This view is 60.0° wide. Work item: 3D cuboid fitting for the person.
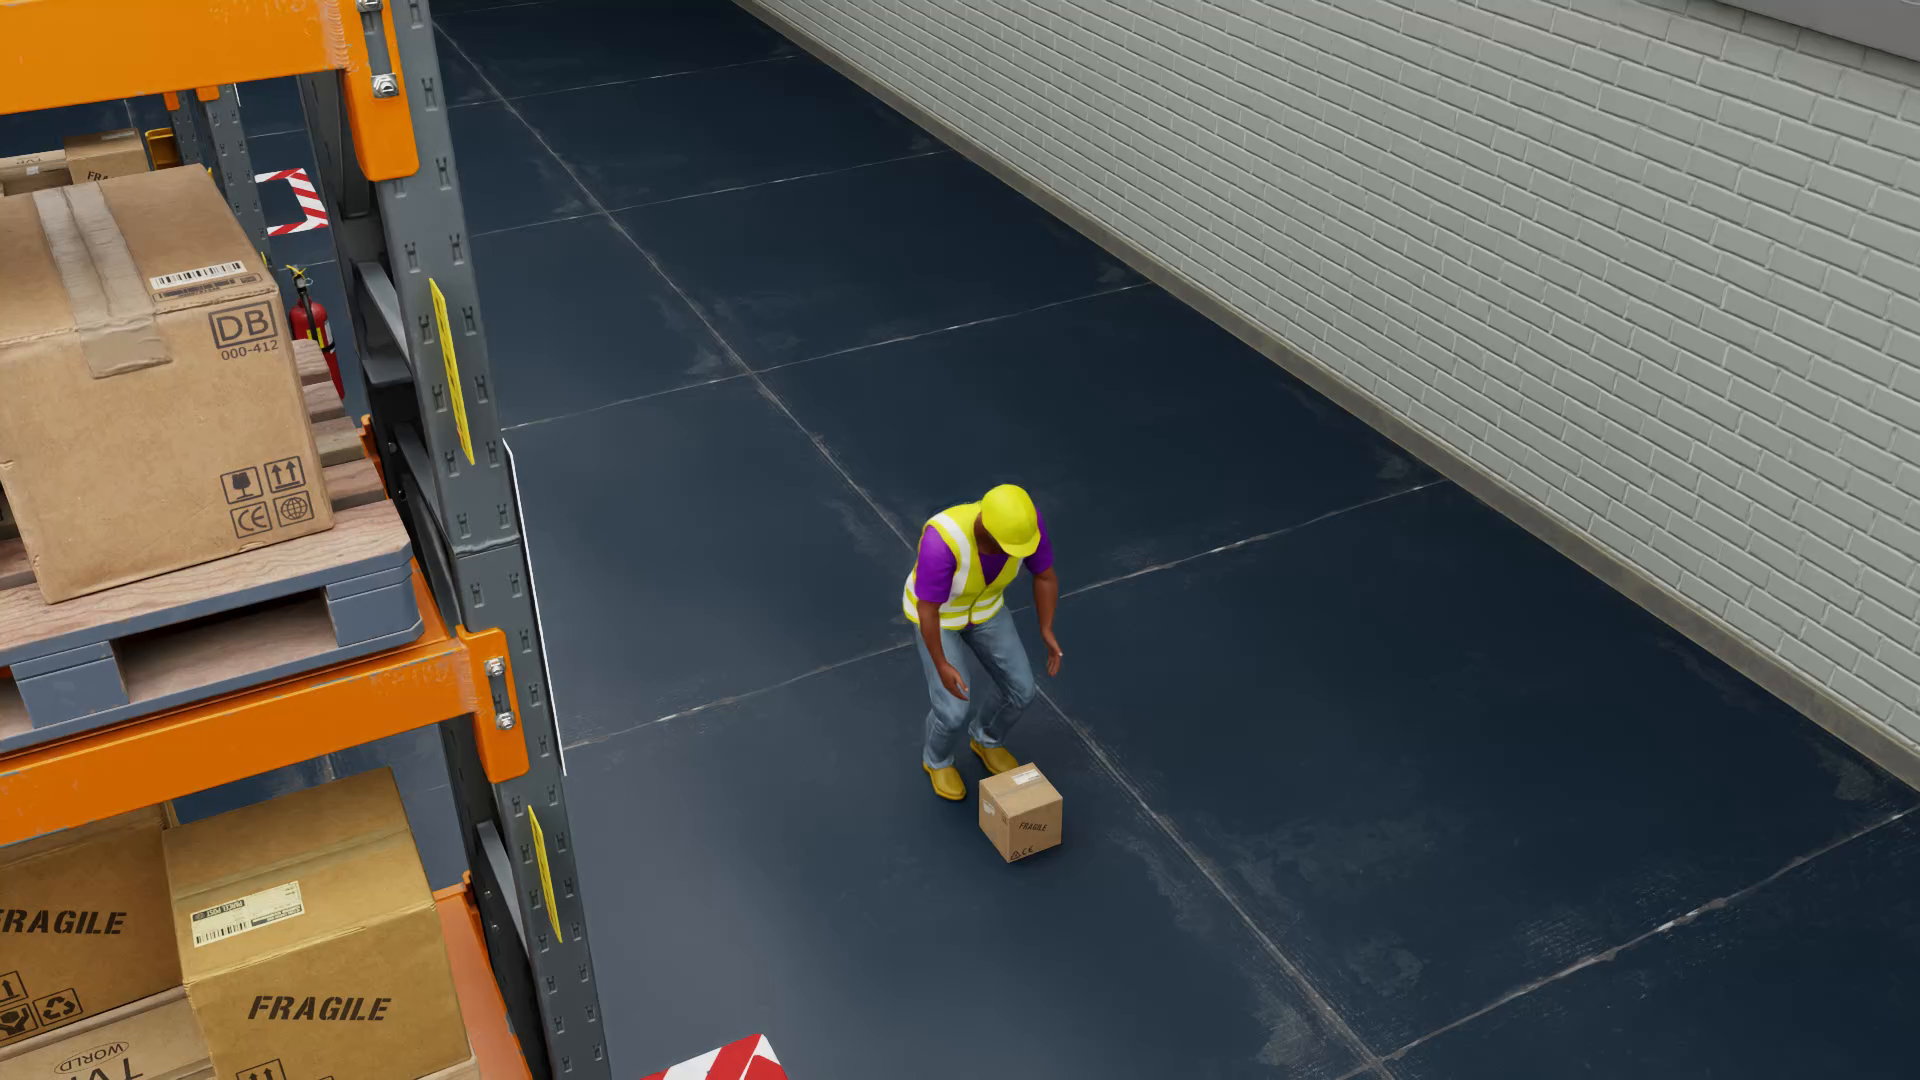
[{"bbox_3d":[0.088,0.353,6.777,0.625,1.544,0.666,-16,36,-23],"label":"person"}]
